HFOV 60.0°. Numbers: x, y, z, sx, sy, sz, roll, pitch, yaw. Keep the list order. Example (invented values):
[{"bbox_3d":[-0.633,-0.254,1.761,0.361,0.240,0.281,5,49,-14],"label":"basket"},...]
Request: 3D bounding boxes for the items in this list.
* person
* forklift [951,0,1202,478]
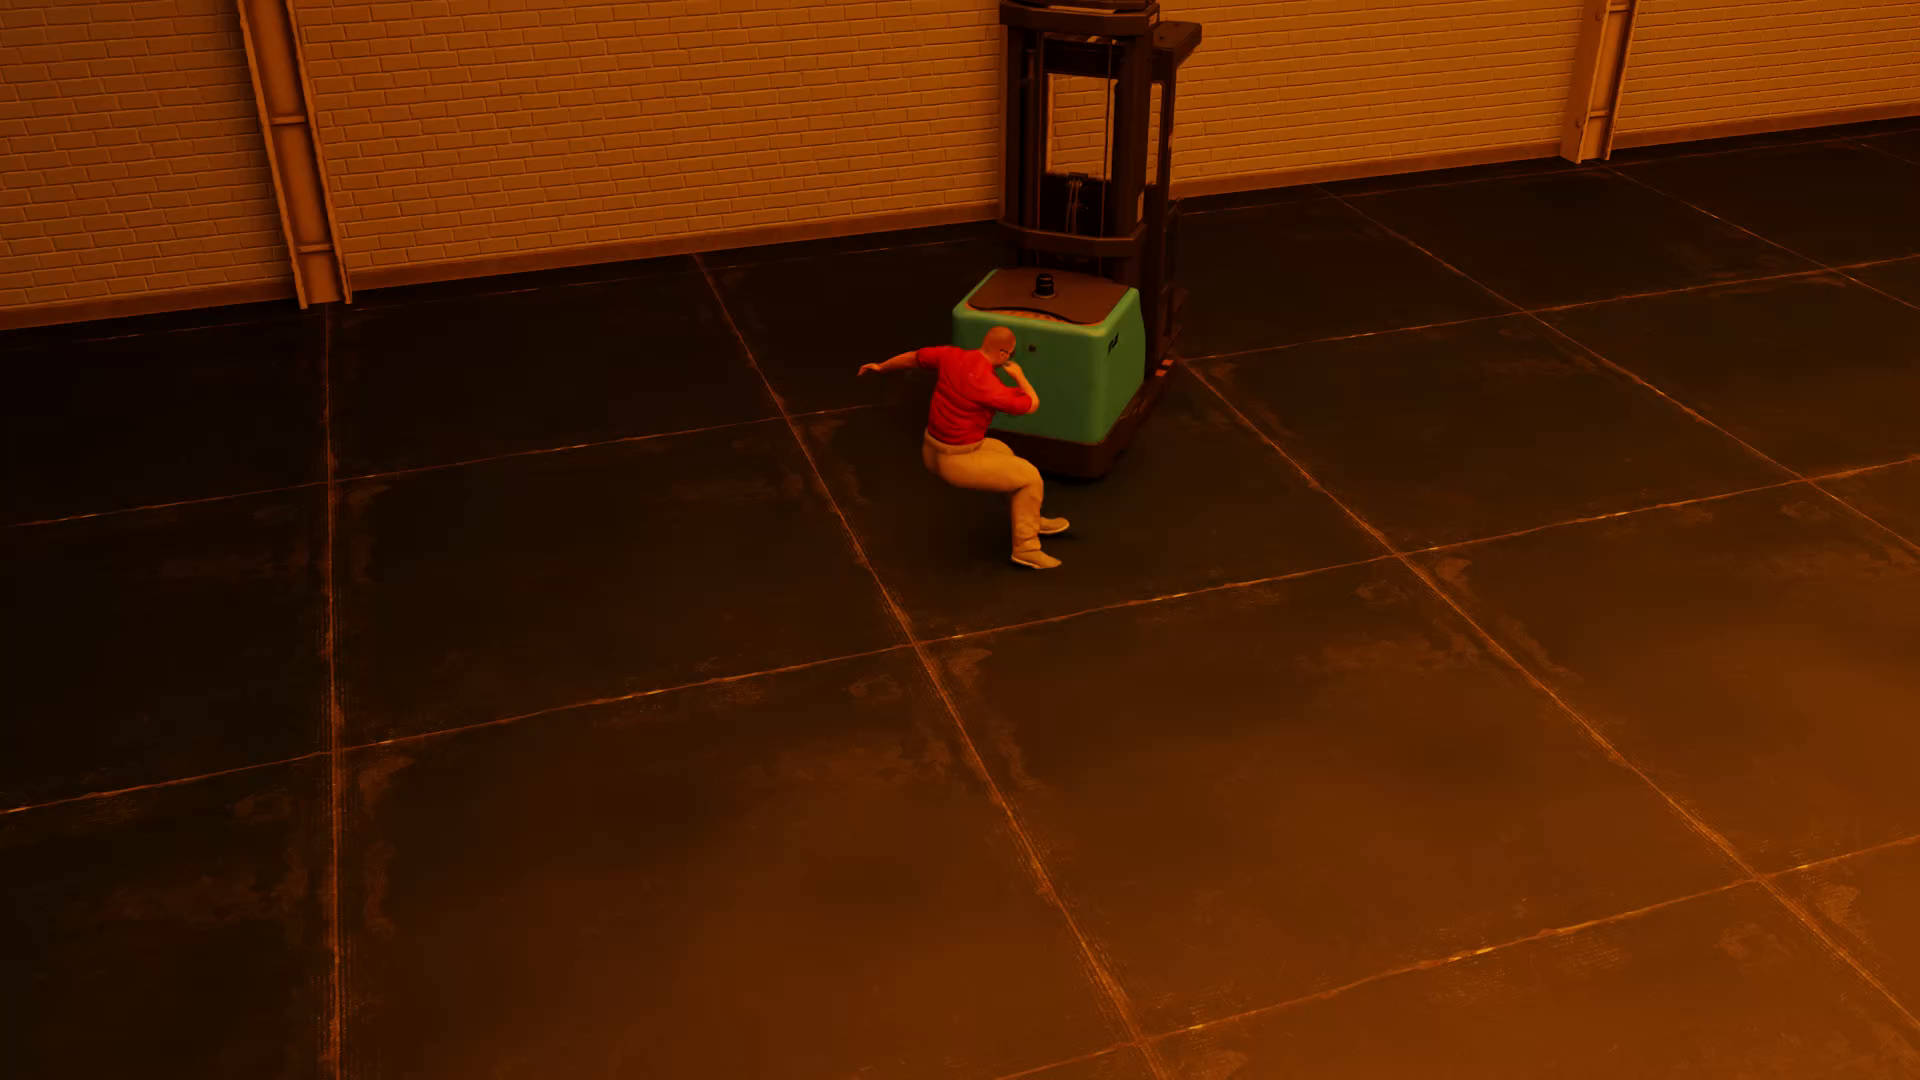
[{"bbox_3d":[0.096,-0.634,9.780,0.938,1.447,1.215,-17,34,-27],"label":"person"},{"bbox_3d":[0.931,-2.383,11.229,1.130,2.935,3.031,11,32,18],"label":"forklift"}]
